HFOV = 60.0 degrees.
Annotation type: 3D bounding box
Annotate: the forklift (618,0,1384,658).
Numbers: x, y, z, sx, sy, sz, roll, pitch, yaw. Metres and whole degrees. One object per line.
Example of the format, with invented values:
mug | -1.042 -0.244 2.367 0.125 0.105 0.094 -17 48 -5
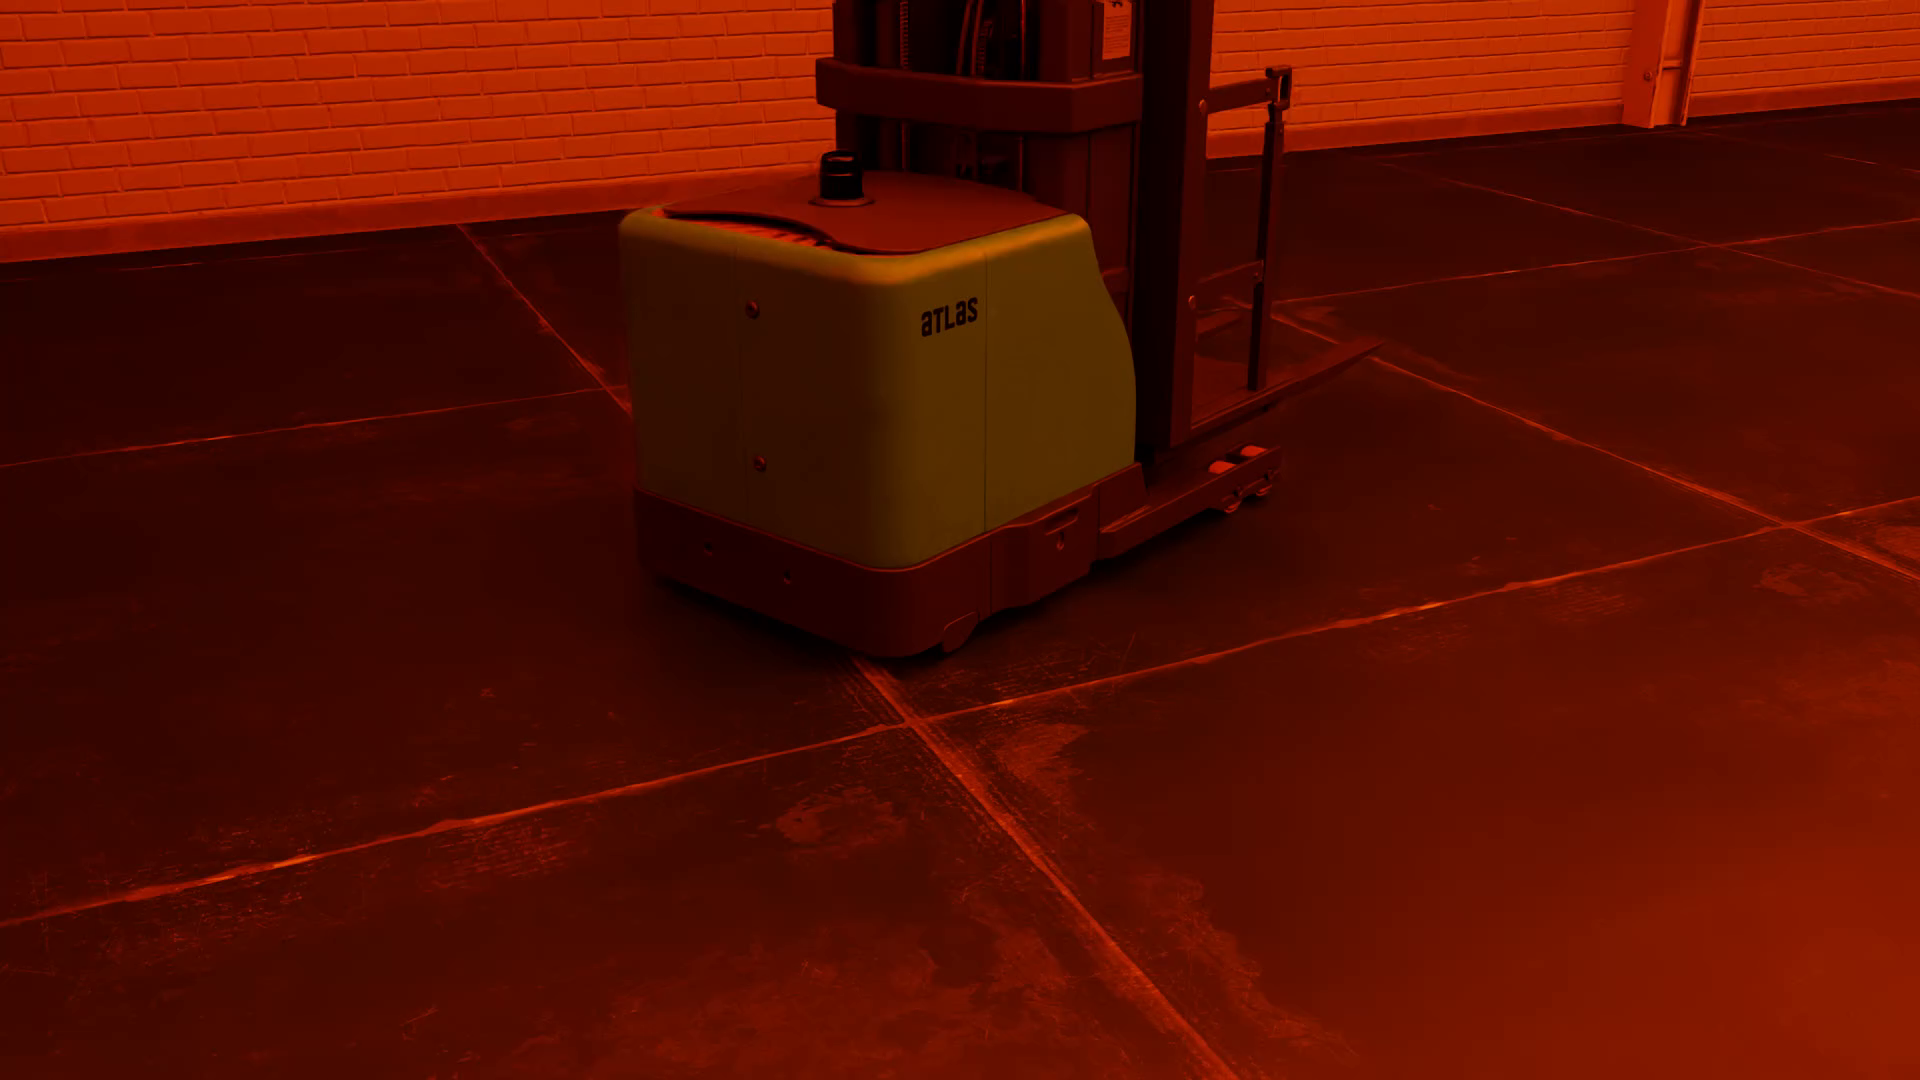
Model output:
forklift | 0.401 -1.548 5.011 1.130 2.935 3.031 18 28 36
